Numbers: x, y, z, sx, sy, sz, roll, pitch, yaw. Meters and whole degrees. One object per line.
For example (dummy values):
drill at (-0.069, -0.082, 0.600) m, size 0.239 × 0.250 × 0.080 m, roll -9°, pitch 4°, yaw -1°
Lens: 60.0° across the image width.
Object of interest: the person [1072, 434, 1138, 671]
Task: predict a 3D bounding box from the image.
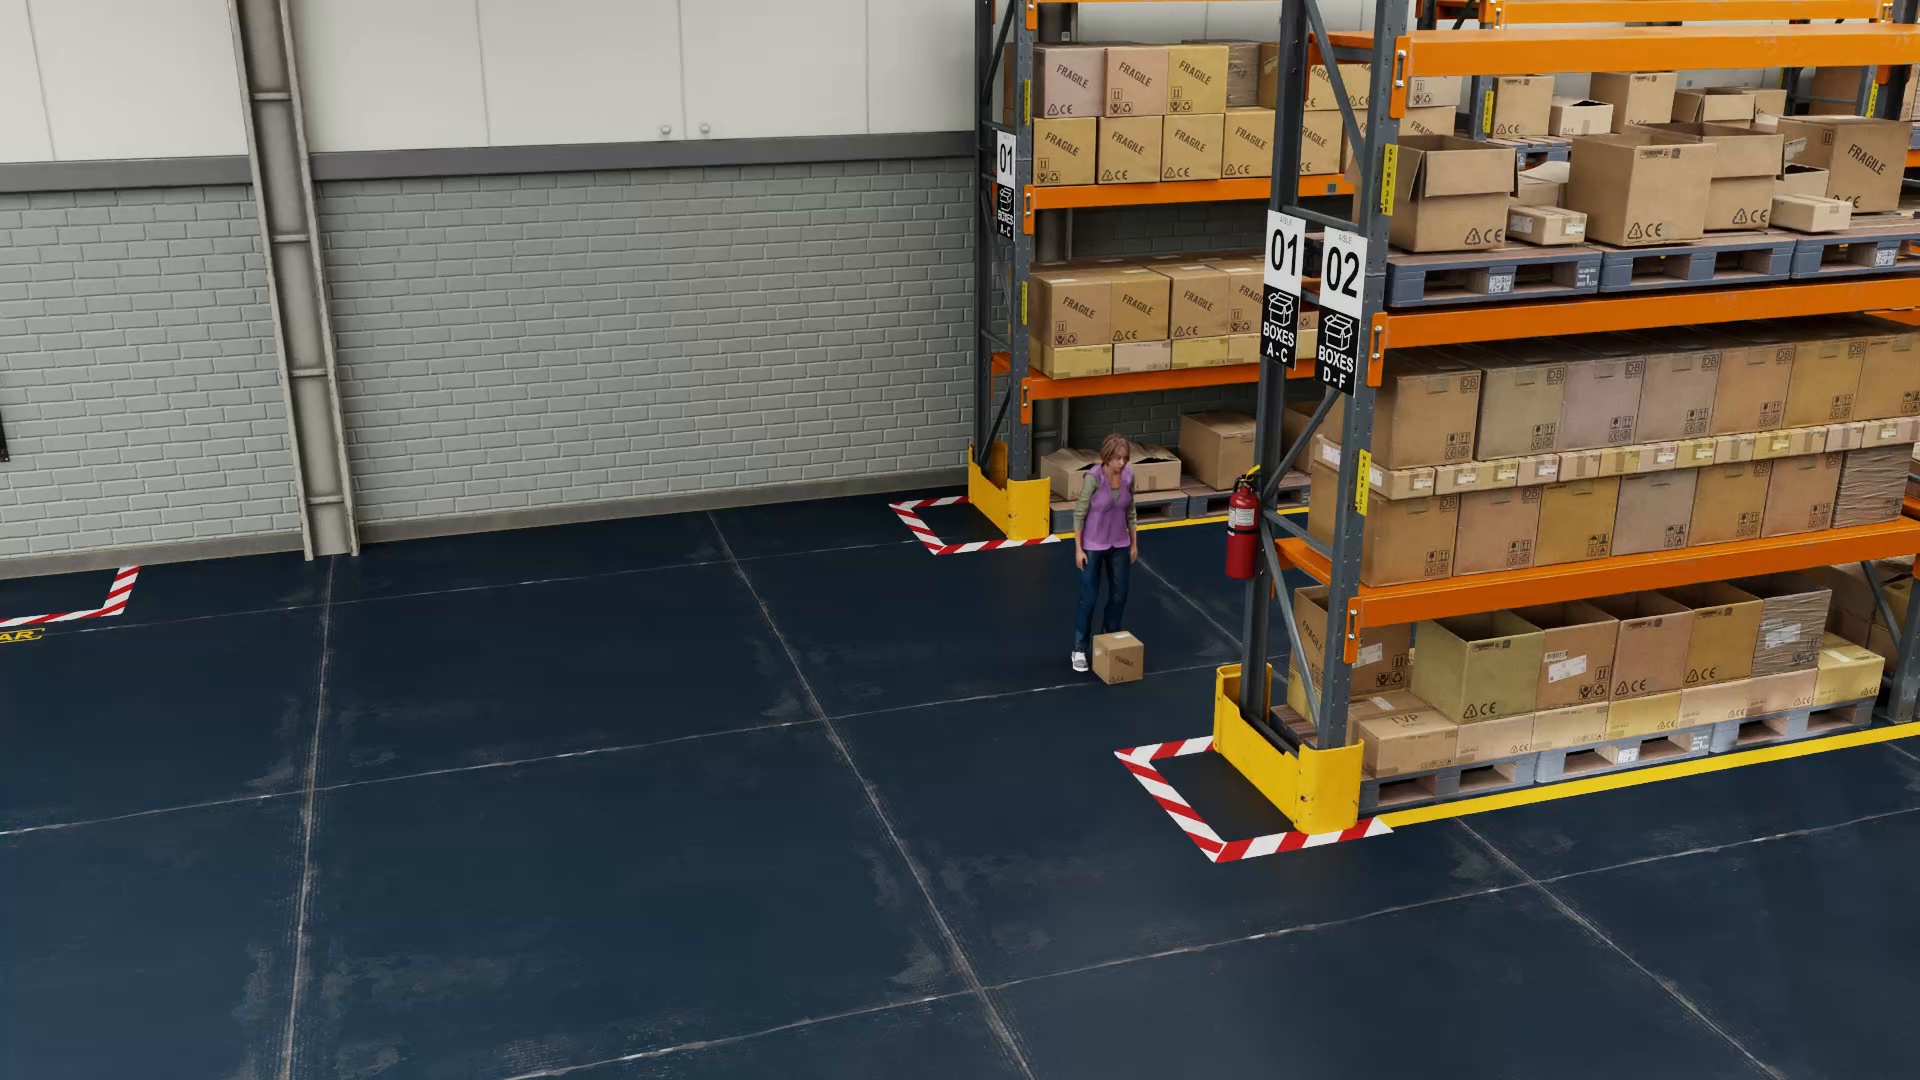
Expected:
person at (0.951, 0.062, 10.912) m, size 0.479 × 1.591 × 0.348 m, roll -8°, pitch 21°, yaw -20°
